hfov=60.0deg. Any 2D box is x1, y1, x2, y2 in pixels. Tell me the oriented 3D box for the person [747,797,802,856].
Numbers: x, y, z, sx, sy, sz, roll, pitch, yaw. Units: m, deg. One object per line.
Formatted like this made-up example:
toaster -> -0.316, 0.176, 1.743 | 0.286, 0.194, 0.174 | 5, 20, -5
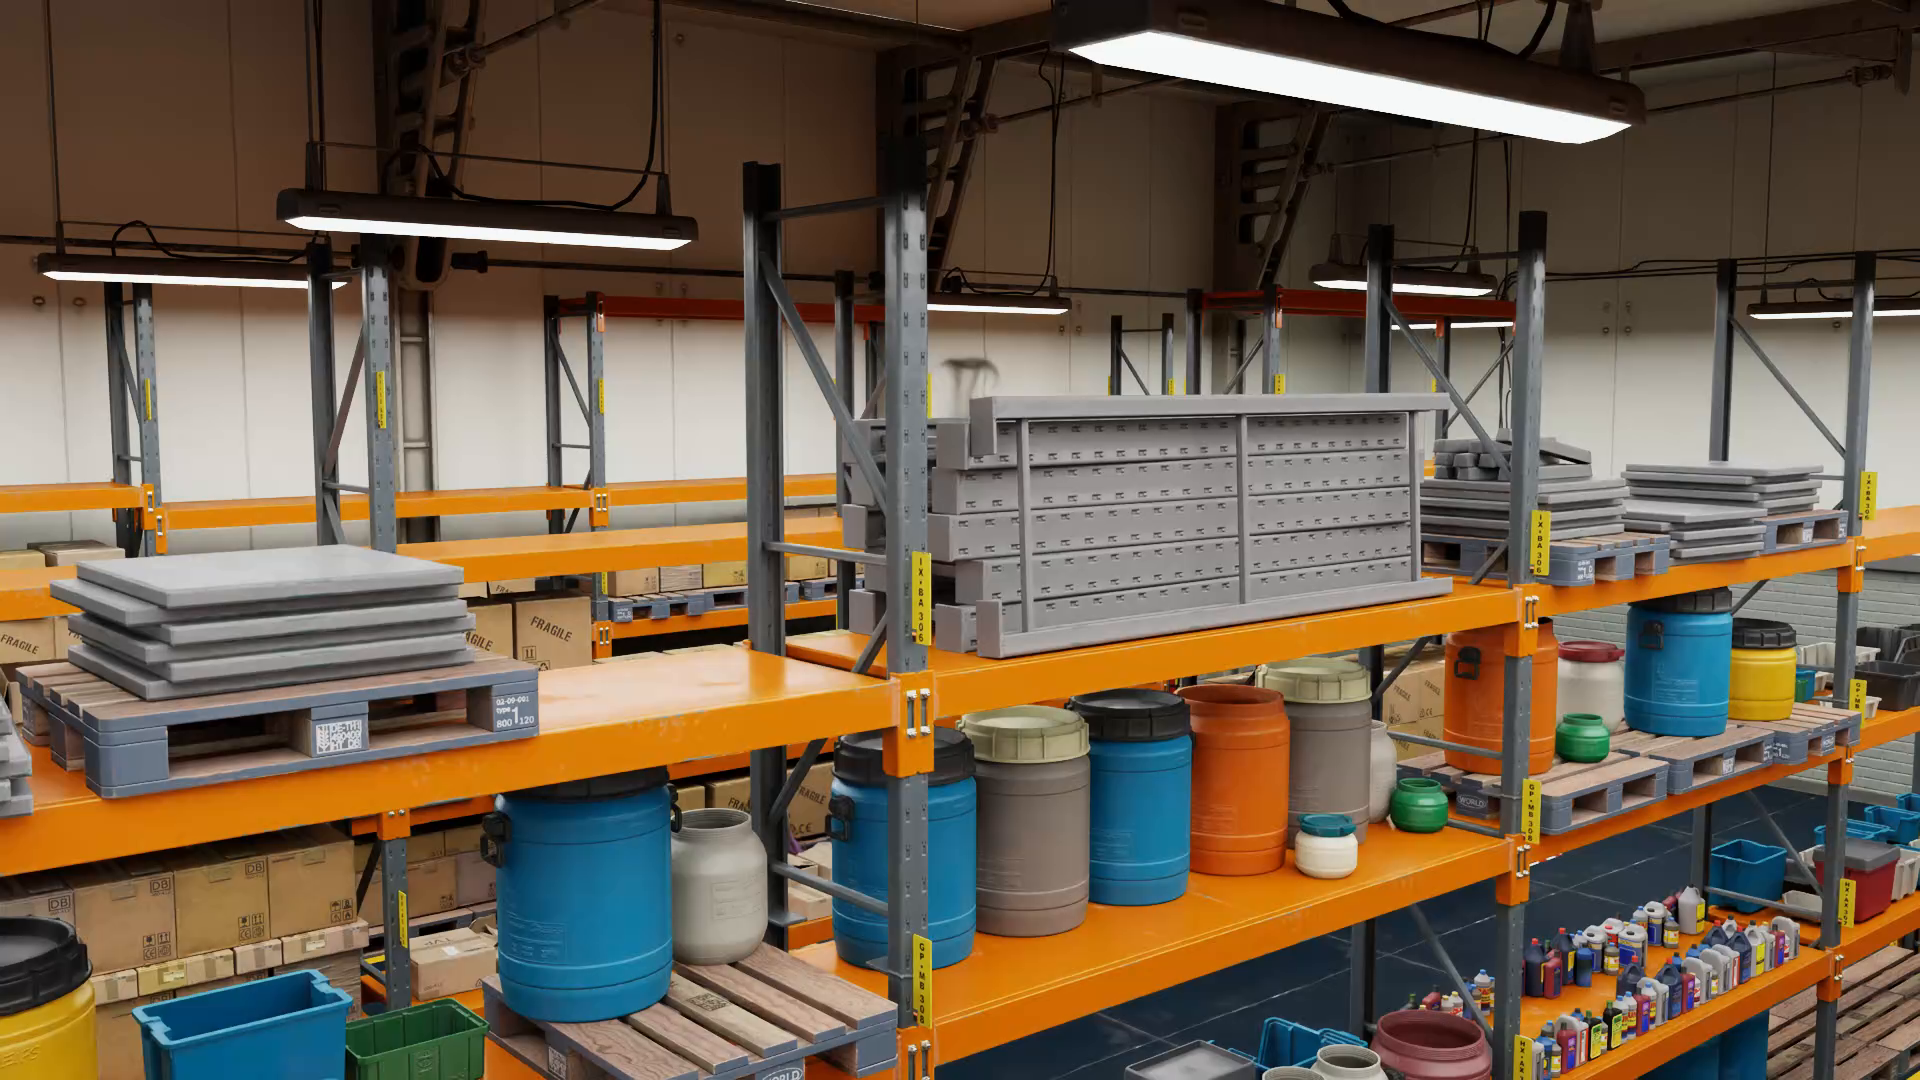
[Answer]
person -> -1.702, 2.965, 15.319 | 0.569, 1.436, 0.867 | 4, 7, 36
